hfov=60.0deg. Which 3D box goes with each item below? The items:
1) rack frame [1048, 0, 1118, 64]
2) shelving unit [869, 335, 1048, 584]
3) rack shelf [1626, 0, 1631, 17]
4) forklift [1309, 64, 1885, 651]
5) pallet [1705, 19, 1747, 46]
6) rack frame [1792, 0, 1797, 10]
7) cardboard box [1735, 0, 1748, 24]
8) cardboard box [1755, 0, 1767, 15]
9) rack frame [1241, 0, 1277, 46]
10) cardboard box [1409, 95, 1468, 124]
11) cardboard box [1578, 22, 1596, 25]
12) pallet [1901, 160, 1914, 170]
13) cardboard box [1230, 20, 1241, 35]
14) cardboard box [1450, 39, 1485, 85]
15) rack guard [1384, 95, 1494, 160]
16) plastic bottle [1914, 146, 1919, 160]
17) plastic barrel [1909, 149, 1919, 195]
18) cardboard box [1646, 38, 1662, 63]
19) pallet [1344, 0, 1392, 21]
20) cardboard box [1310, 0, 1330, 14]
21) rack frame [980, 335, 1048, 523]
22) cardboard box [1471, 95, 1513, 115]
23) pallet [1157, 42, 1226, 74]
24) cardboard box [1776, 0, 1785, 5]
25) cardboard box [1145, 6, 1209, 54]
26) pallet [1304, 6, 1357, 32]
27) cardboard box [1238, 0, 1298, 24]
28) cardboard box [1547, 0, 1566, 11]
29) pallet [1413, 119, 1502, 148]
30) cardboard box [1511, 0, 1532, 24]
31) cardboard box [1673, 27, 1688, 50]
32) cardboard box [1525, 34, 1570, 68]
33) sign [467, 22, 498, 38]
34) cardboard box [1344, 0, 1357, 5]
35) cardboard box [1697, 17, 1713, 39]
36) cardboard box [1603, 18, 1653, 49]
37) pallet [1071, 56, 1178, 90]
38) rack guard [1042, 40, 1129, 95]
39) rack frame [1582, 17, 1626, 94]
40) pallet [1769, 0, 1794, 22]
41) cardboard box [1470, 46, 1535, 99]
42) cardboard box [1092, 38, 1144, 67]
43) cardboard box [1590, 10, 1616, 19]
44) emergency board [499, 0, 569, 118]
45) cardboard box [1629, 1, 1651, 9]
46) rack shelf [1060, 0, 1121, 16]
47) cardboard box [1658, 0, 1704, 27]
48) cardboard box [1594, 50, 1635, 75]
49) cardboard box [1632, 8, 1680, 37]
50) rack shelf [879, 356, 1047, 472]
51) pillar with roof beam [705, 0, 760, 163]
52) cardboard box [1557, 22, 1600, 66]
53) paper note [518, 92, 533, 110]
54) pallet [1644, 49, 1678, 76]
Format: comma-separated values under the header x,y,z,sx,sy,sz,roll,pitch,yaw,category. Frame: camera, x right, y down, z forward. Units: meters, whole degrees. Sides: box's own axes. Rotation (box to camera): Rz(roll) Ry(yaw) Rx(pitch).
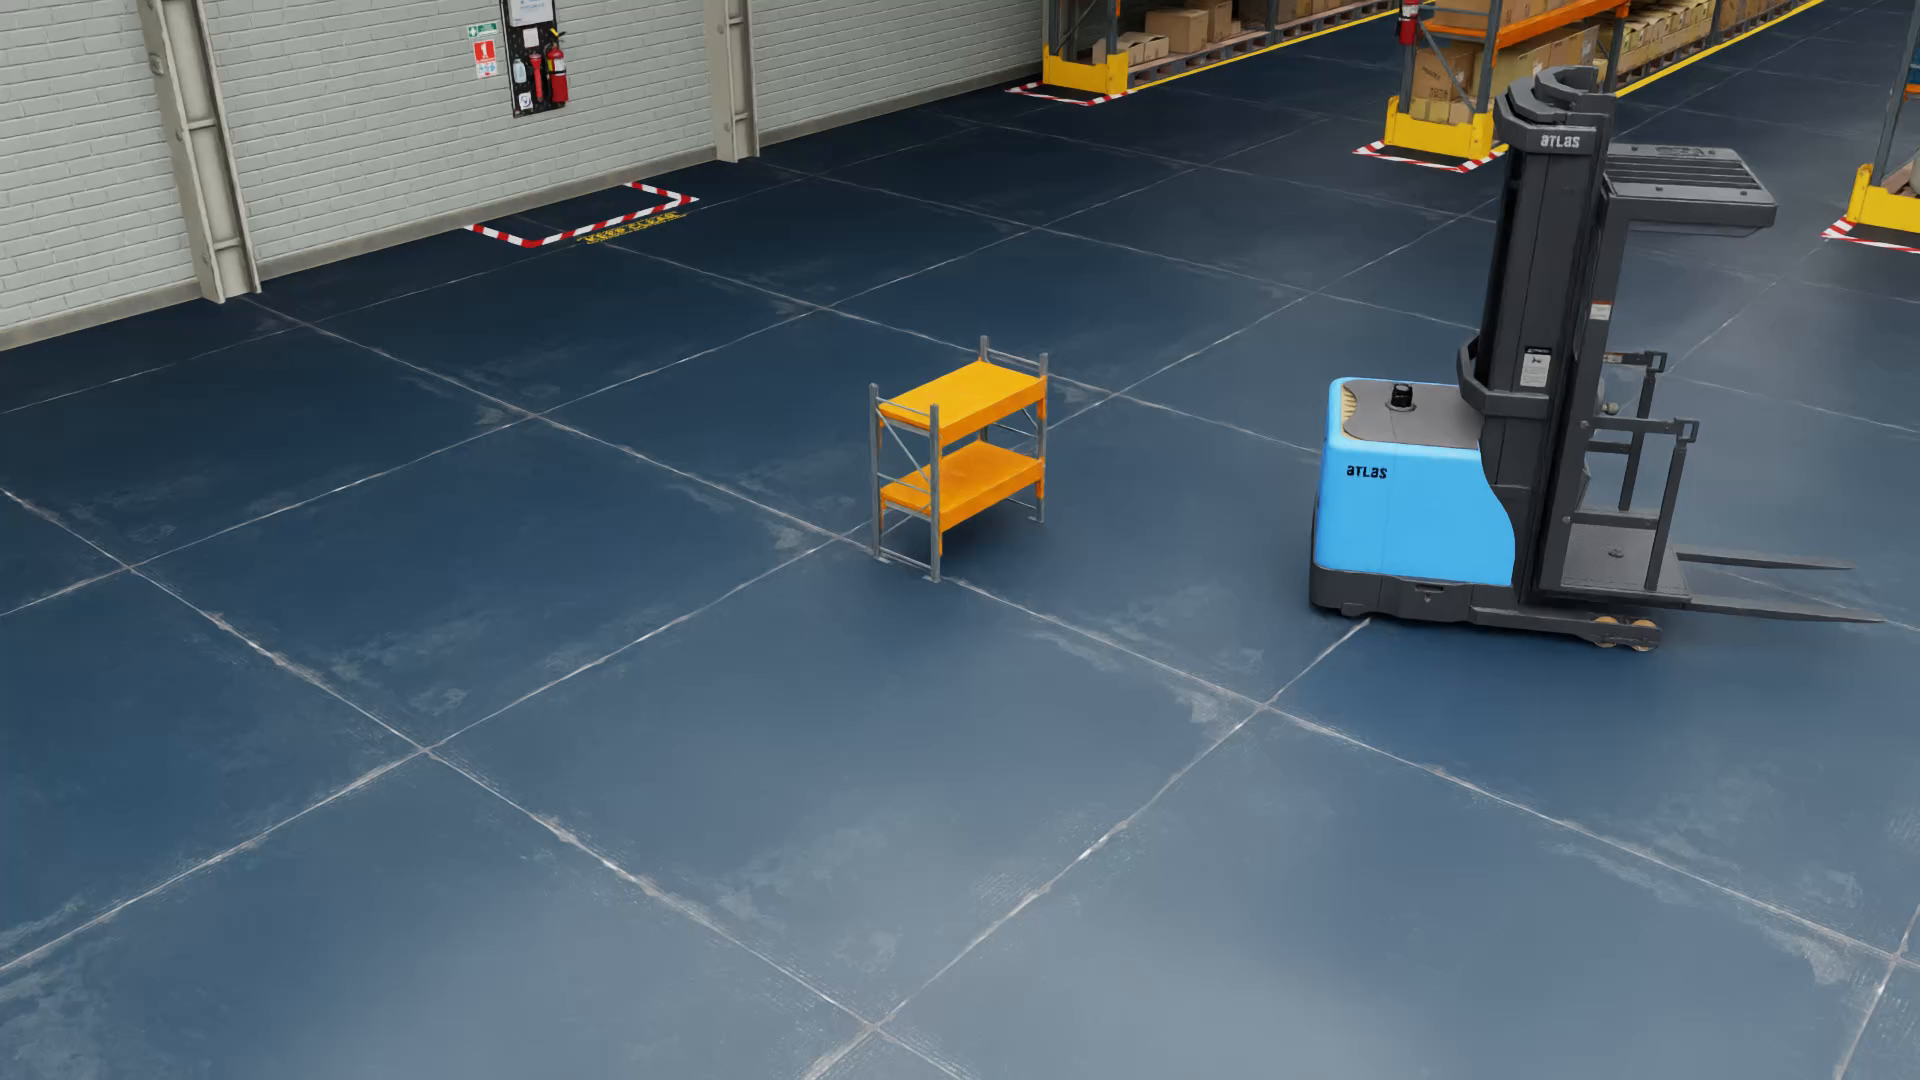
x,y,z,sx,sy,sz,roll,pitch,yaw,category
1.570,-7.208,20.919,1.000,3.000,0.127,21,34,34,rack frame
0.004,-0.502,9.996,0.538,1.125,1.048,21,34,34,shelving unit
9.211,-7.569,22.400,1.077,0.370,4.000,21,34,34,rack shelf
3.555,-0.962,8.921,3.031,2.935,1.130,5,28,10,forklift
10.987,-7.613,24.737,1.003,0.211,1.213,21,34,34,pallet
13.027,-10.016,26.347,1.000,3.000,0.127,21,34,34,rack frame
11.322,-7.948,24.592,0.500,0.500,0.500,19,33,33,cardboard box
11.973,-8.311,25.293,0.500,0.500,0.500,19,33,33,cardboard box
4.114,-8.626,23.660,1.000,3.000,0.127,21,34,34,rack frame
5.508,-5.003,19.193,0.500,0.250,0.500,21,34,34,cardboard box
7.975,-6.622,21.710,0.500,0.311,0.500,21,34,34,cardboard box
10.523,-3.832,17.428,1.003,0.211,1.213,21,34,34,pallet
3.797,-7.365,23.827,0.380,0.166,0.250,16,31,28,cardboard box
6.131,-5.696,19.715,0.500,0.500,0.500,21,34,34,cardboard box
5.379,-4.643,18.681,1.175,0.500,0.348,21,34,34,rack guard
10.044,-4.045,17.370,0.097,0.201,0.097,0,27,0,plastic bottle
9.574,-3.650,16.291,0.421,0.512,0.421,0,27,0,plastic barrel
9.040,-6.581,22.242,0.500,0.250,0.500,20,33,33,cardboard box
6.160,-8.529,26.508,1.003,0.211,1.213,21,34,34,pallet
5.215,-8.344,25.357,0.700,0.500,0.500,21,34,35,cardboard box
0.328,-0.682,10.345,0.500,1.125,0.032,21,34,34,rack frame
6.222,-5.030,19.245,0.500,0.250,0.500,21,34,34,cardboard box
2.938,-6.705,22.981,1.003,0.211,1.213,21,34,34,pallet
12.614,-8.670,25.986,0.500,0.500,0.500,21,34,35,cardboard box
2.947,-6.960,22.681,0.700,0.500,0.500,18,33,31,cardboard box
5.384,-8.099,25.675,1.003,0.211,1.213,21,34,34,pallet
4.569,-7.977,24.648,0.700,0.500,0.500,22,35,36,cardboard box
6.684,-6.518,19.475,0.700,0.500,0.500,22,35,36,cardboard box
5.849,-4.807,19.311,1.003,0.211,1.213,21,34,34,pallet
6.032,-6.155,18.775,0.700,0.500,0.500,22,34,36,cardboard box
9.689,-6.944,22.945,0.500,0.250,0.500,22,34,36,cardboard box
6.863,-5.716,19.754,0.500,0.500,0.500,21,34,34,cardboard box
-4.492,-4.801,15.651,0.001,0.109,0.331,21,34,34,sign
5.823,-8.711,26.065,0.700,0.500,0.500,21,34,34,cardboard box
10.337,-7.306,23.643,0.500,0.250,0.500,22,34,36,cardboard box
8.716,-6.644,21.753,0.500,0.311,0.500,20,34,34,cardboard box
2.162,-6.274,22.149,1.003,0.211,1.213,21,34,34,pallet
1.618,-6.125,21.545,1.175,0.500,0.348,21,34,34,rack guard
7.939,-7.180,20.864,1.000,3.000,0.127,21,34,34,rack frame
12.539,-8.478,26.409,1.003,0.211,1.213,21,34,34,pallet
6.224,-5.363,19.072,0.500,0.500,0.500,21,34,34,cardboard box
2.079,-6.428,21.859,0.500,0.311,0.500,17,32,29,cardboard box
8.620,-6.984,22.411,0.500,0.311,0.500,21,34,34,cardboard box
-4.070,-4.717,16.103,0.194,1.169,0.643,21,34,34,emergency board
9.269,-7.344,23.106,0.500,0.311,0.500,20,33,33,cardboard box
2.842,-7.598,22.455,1.077,0.370,4.000,21,34,34,rack shelf
10.014,-7.369,23.154,0.500,0.311,0.500,20,34,34,cardboard box
8.386,-6.216,21.536,0.500,0.250,0.500,20,33,33,cardboard box
9.371,-7.013,22.468,0.500,0.311,0.500,22,34,36,cardboard box
0.004,-0.762,9.862,0.538,0.278,1.000,21,34,34,rack shelf
0.853,-6.988,13.965,9.100,9.000,0.400,21,34,34,pillar with roof beam
7.485,-6.076,20.450,0.500,0.500,0.500,21,34,34,cardboard box
-4.236,-4.283,16.223,0.016,0.148,0.142,21,34,34,paper note
9.153,-6.649,22.872,1.003,0.211,1.213,21,34,34,pallet
